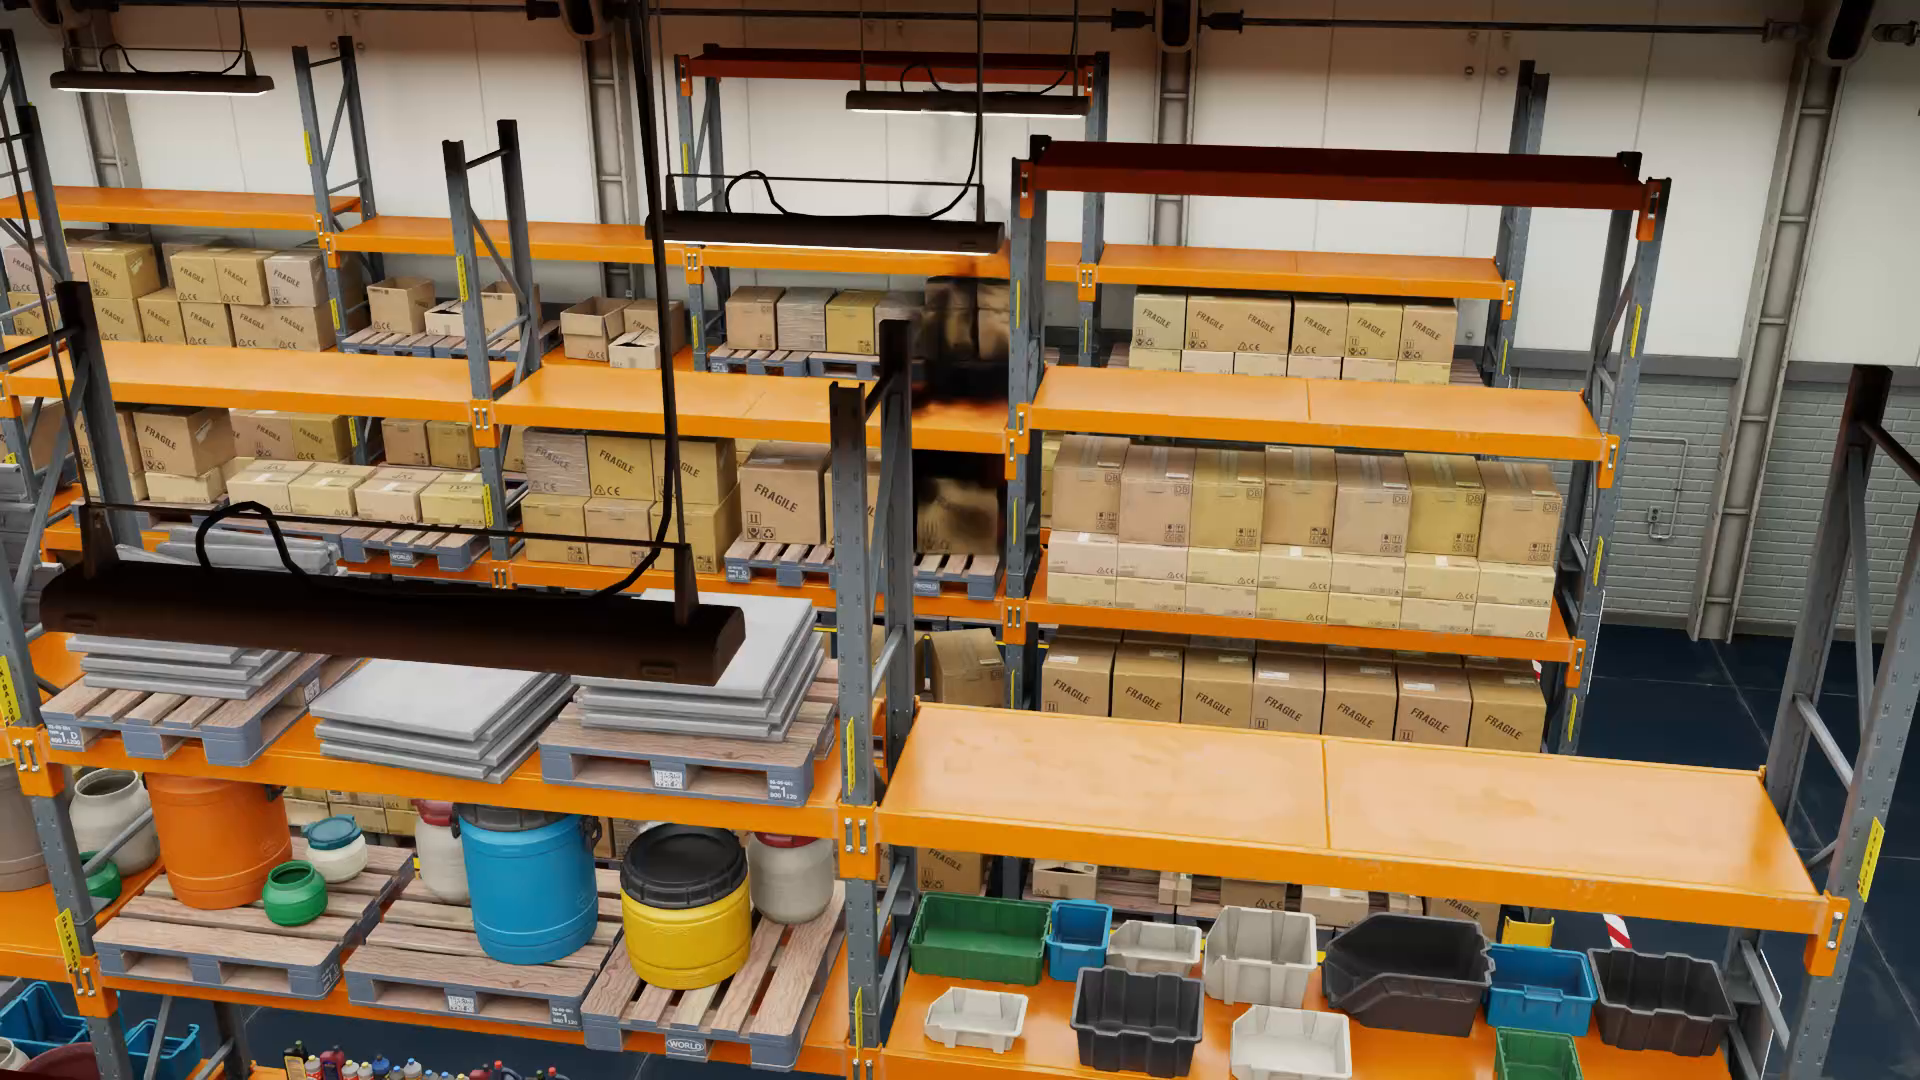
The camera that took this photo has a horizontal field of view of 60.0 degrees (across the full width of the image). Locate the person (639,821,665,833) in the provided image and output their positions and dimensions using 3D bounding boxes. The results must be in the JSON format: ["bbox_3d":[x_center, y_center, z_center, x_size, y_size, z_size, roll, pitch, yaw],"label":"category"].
[{"bbox_3d":[-2.062,2.605,11.374,0.636,1.720,0.555,-1,23,-2],"label":"person"}]
